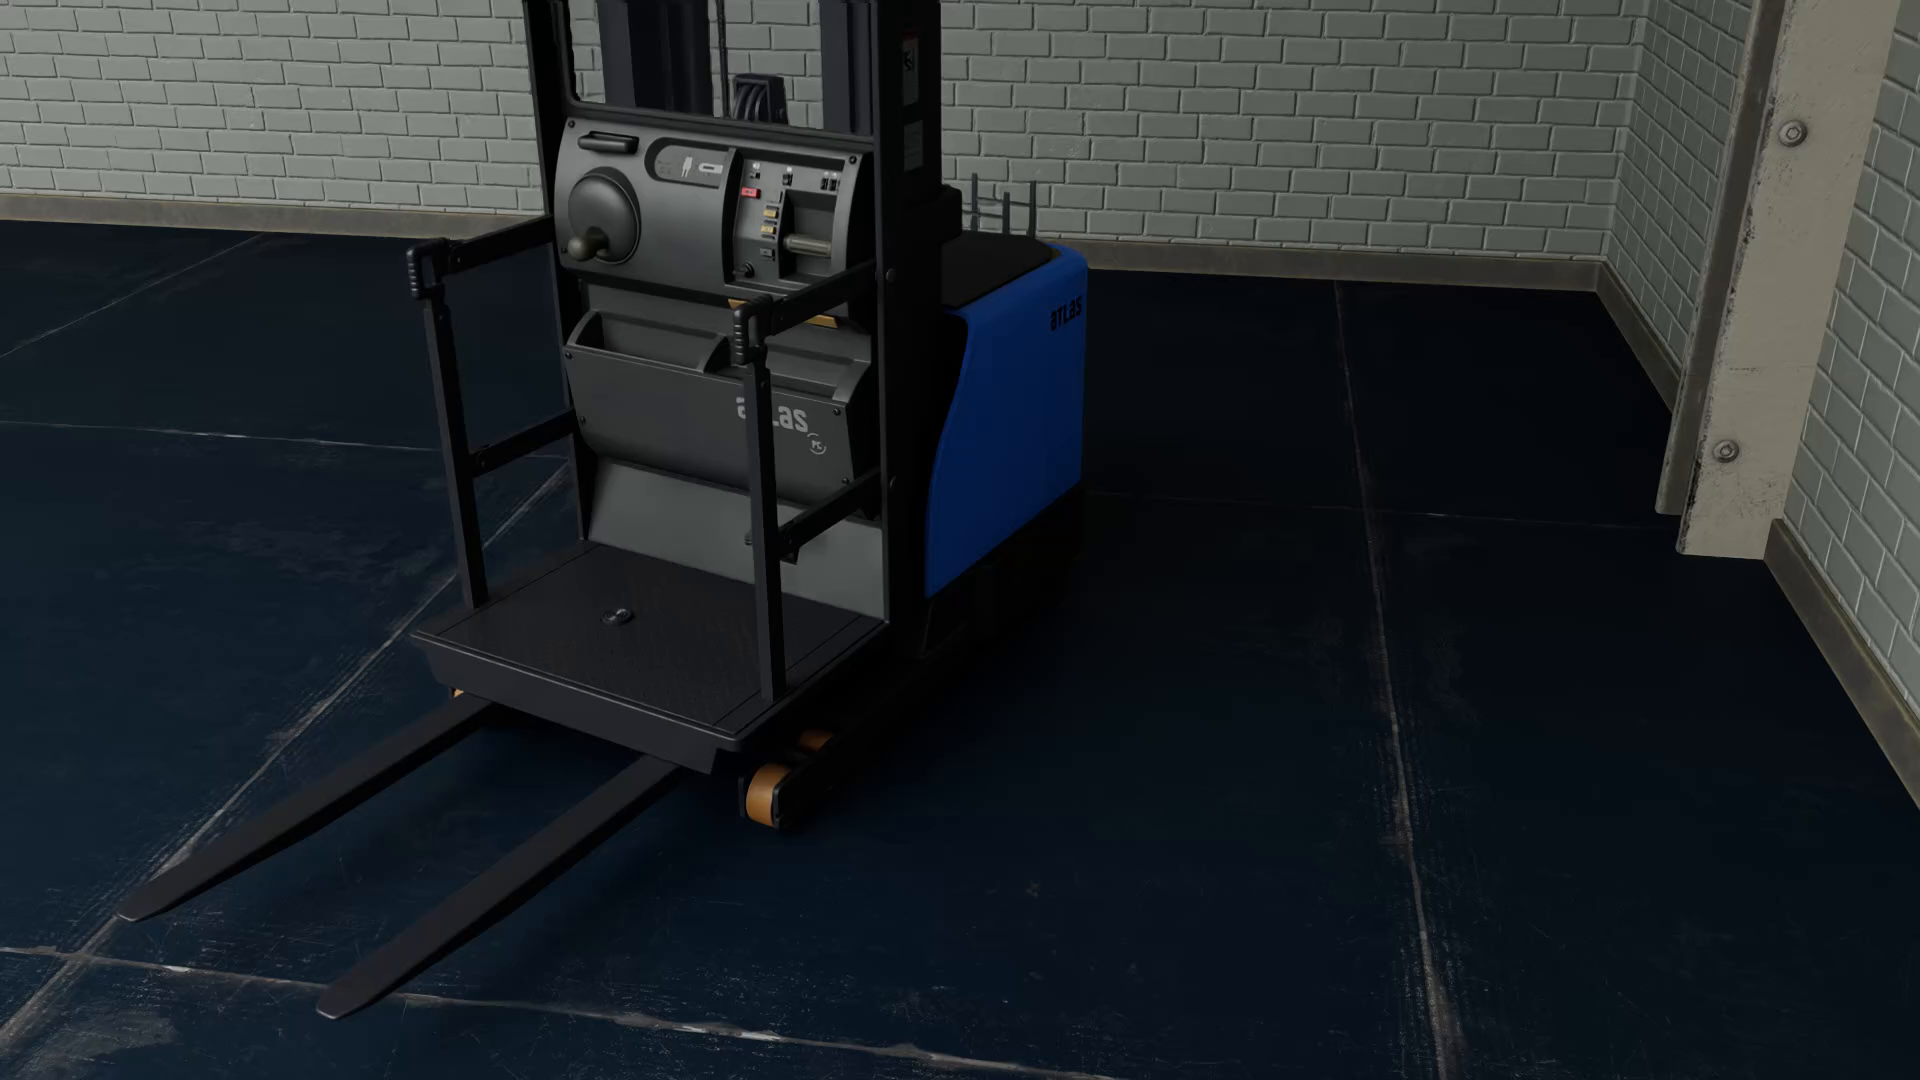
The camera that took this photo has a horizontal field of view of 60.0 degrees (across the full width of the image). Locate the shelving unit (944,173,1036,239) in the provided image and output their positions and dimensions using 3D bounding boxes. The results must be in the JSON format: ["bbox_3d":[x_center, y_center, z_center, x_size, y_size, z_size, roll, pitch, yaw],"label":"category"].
[{"bbox_3d":[0.097,-0.618,5.655,0.258,1.200,0.189,14,28,27],"label":"shelving unit"}]

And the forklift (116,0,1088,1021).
[{"bbox_3d":[-0.756,-0.820,4.045,1.130,2.935,3.031,14,28,27],"label":"forklift"}]

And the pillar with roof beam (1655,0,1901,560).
[{"bbox_3d":[-1.620,-4.399,4.534,9.100,9.000,0.400,4,25,9],"label":"pillar with roof beam"}]

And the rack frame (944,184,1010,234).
[{"bbox_3d":[0.052,-0.585,5.583,0.240,1.200,0.006,14,28,27],"label":"rack frame"}]

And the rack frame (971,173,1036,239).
[{"bbox_3d":[0.143,-0.652,5.727,0.240,1.200,0.006,14,28,27],"label":"rack frame"}]
